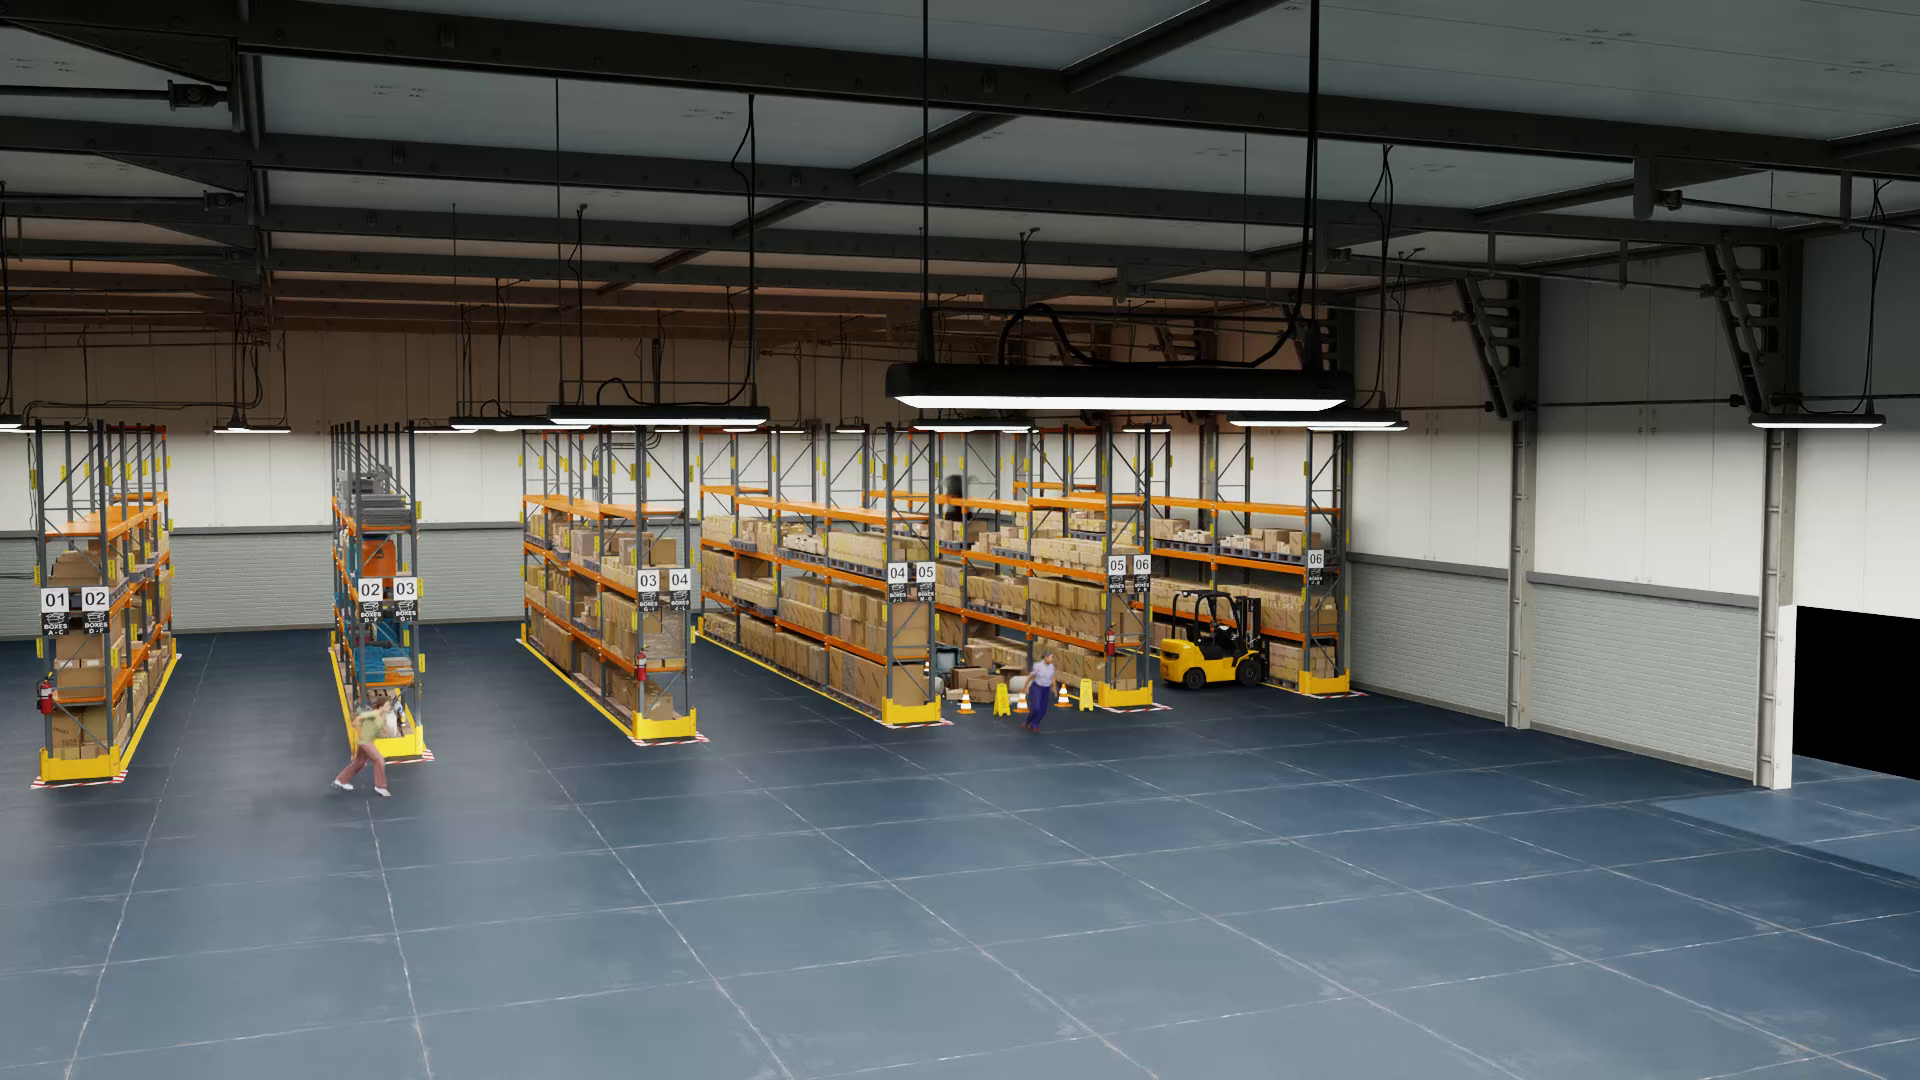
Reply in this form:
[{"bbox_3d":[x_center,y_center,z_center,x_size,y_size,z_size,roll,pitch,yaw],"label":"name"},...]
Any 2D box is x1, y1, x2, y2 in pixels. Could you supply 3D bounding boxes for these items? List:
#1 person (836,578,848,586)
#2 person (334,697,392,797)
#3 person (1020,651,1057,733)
[{"bbox_3d":[-3.759,1.542,52.769,0.711,1.806,0.643,-3,4,-35],"label":"person"},{"bbox_3d":[-9.516,3.303,26.456,0.953,1.618,0.623,0,4,7],"label":"person"},{"bbox_3d":[1.524,2.923,32.084,0.651,1.609,0.533,-3,4,-36],"label":"person"}]
